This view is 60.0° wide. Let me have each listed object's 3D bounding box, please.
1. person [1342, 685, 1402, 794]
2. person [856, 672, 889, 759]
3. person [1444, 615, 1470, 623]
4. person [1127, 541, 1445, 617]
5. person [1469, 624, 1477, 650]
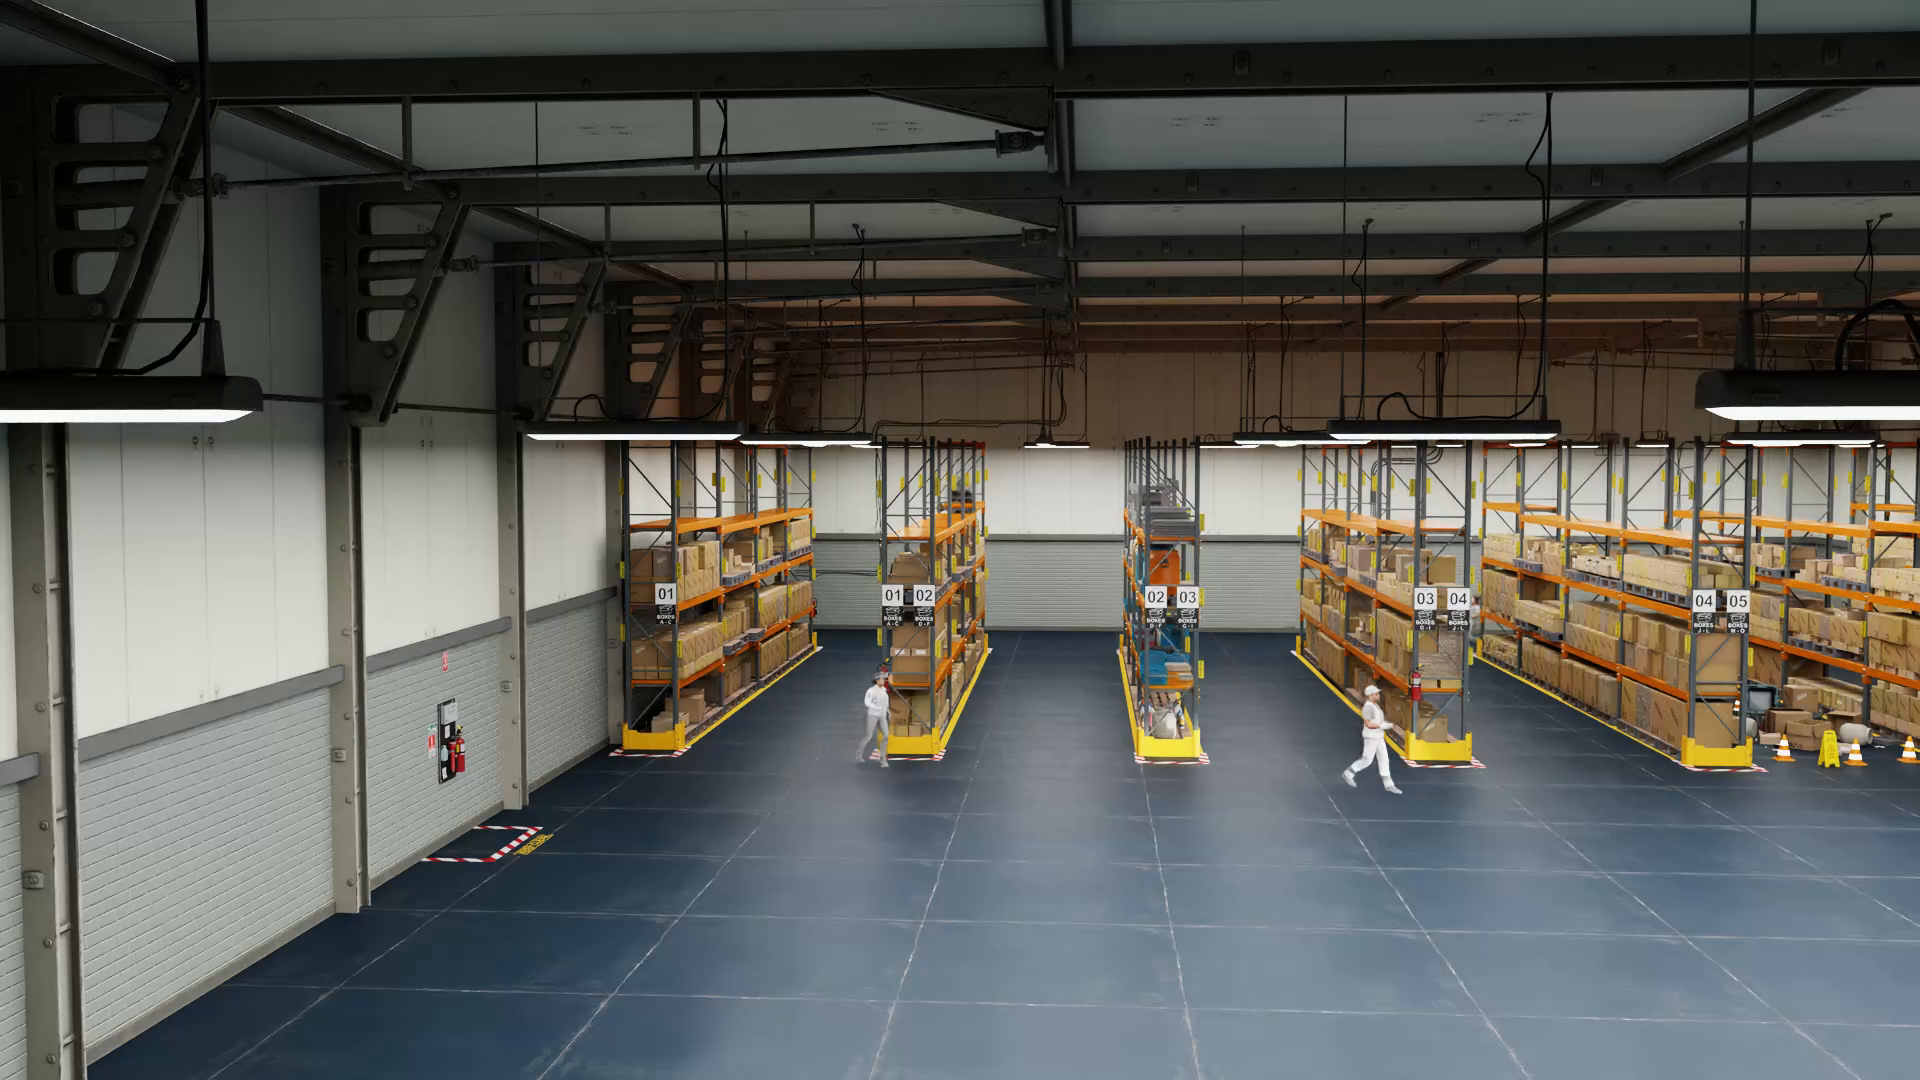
[{"bbox_3d":[6.034,2.937,34.804,9.979,1.781,11.714,2,4,32],"label":"person"},{"bbox_3d":[-1.516,3.188,30.385,0.671,1.583,0.636,-3,4,-44],"label":"person"},{"bbox_3d":[12.991,2.048,43.454,0.669,0.890,0.435,0,3,7],"label":"person"},{"bbox_3d":[9.251,1.612,47.009,7.685,3.177,5.069,2,4,36],"label":"person"},{"bbox_3d":[14.521,2.740,47.241,0.704,0.935,0.375,0,3,-5],"label":"person"}]
